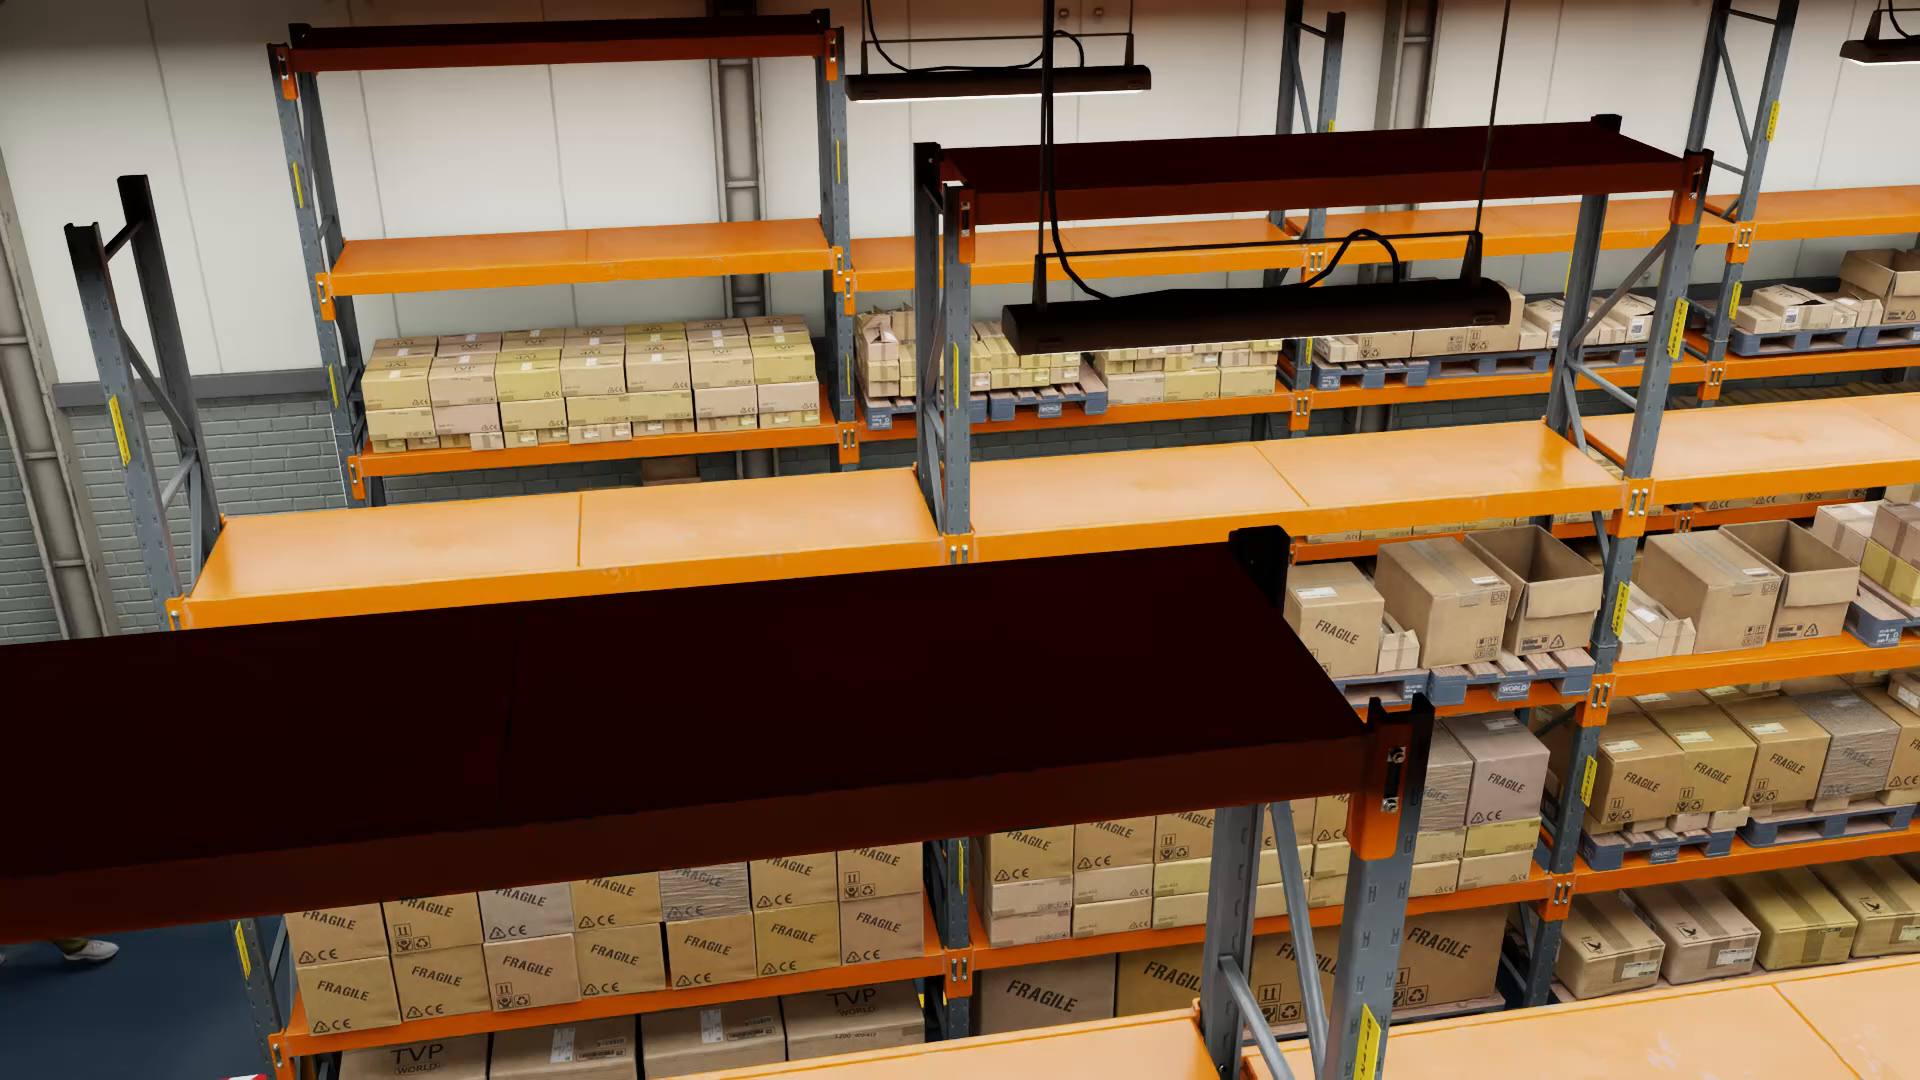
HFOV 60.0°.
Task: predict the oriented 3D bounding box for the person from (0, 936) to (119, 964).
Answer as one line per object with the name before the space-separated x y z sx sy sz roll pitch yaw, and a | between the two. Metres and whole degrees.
person | -6.663 2.293 11.626 1.114 1.619 0.631 -12 28 -23
